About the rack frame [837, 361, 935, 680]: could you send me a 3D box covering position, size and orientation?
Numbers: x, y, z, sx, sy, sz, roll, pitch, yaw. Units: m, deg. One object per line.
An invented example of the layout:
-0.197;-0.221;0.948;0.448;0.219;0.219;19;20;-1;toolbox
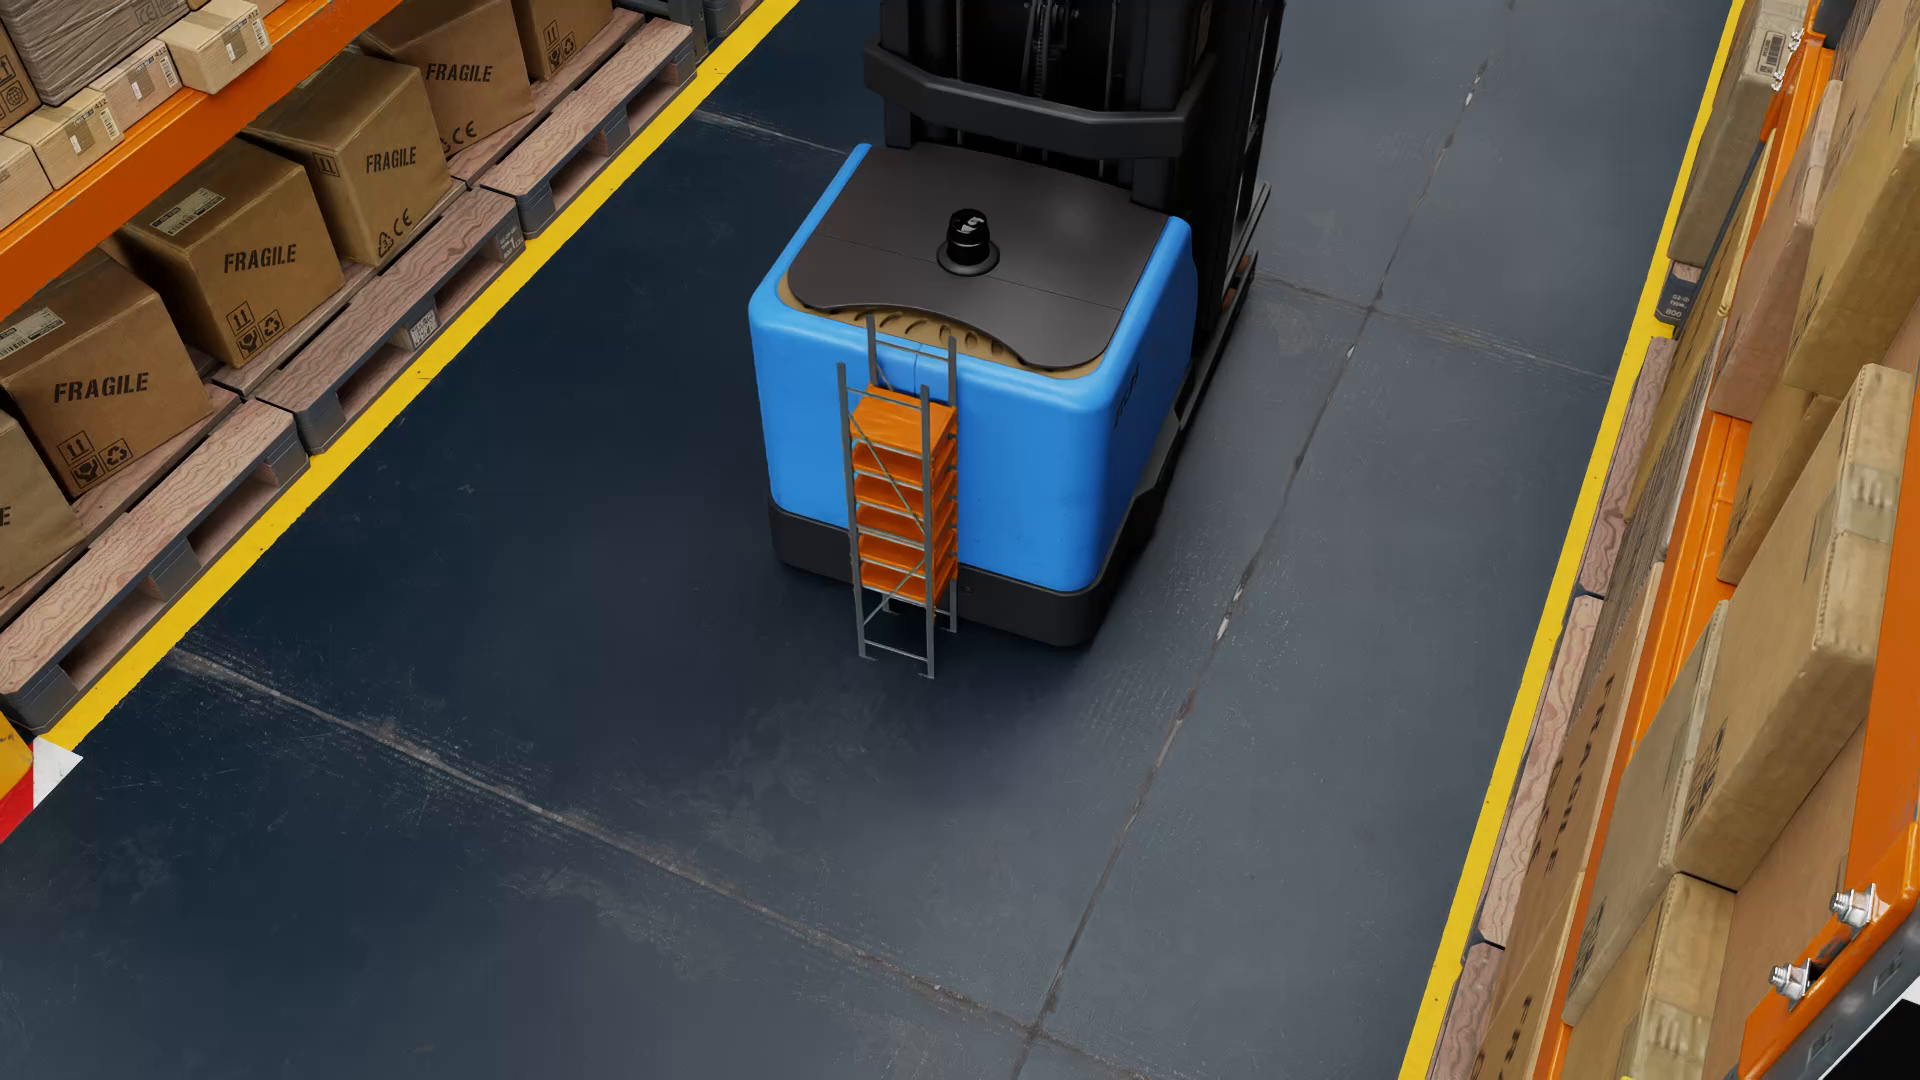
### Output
-0.187;-0.011;4.472;0.240;1.200;0.006;16;52;13;rack frame

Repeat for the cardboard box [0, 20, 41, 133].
-2.874;-1.260;4.092;0.875;0.500;0.500;20;52;16;cardboard box

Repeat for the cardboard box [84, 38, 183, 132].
-2.373;-1.279;4.533;0.380;0.149;0.250;20;52;16;cardboard box

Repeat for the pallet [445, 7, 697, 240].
-1.785;-1.755;6.605;1.003;0.211;1.213;20;52;16;pallet

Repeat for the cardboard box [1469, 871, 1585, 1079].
1.433;1.369;3.235;0.875;0.875;0.875;20;53;16;cardboard box

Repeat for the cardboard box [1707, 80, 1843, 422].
2.213;-0.521;3.625;0.875;0.550;0.550;20;52;16;cardboard box

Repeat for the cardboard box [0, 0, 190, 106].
-2.621;-1.591;4.373;0.875;0.500;0.500;20;52;16;cardboard box

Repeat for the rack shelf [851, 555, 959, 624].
-0.155;0.108;4.744;0.258;0.103;0.180;16;52;13;rack shelf

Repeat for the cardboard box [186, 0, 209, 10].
-2.397;-1.931;4.663;0.875;0.500;0.500;20;52;16;cardboard box

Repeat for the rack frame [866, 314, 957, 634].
-0.122;-0.141;4.582;0.240;1.200;0.006;16;52;13;rack frame

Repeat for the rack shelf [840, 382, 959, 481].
-0.154;-0.281;4.287;0.258;0.103;0.180;16;52;13;rack shelf

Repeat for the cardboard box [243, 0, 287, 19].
-2.186;-1.632;4.834;0.380;0.149;0.250;20;52;16;cardboard box

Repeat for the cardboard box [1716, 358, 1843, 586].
2.077;-0.123;3.287;0.875;0.550;0.500;20;52;16;cardboard box

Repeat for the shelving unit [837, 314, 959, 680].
-0.155;-0.076;4.527;0.258;1.200;0.189;16;52;13;shelving unit

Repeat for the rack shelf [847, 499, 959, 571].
-0.155;-0.047;4.561;0.258;0.103;0.180;16;52;13;rack shelf

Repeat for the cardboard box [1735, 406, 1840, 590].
1.888;0.255;2.965;0.875;0.550;0.550;20;52;16;cardboard box

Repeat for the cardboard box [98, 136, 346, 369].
-2.448;-0.977;5.477;0.500;0.500;0.500;24;54;19;cardboard box

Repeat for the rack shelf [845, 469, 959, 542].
-0.155;-0.125;4.469;0.258;0.103;0.180;16;52;13;rack shelf

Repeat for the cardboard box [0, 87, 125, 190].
-2.456;-1.098;4.379;0.380;0.149;0.250;20;52;16;cardboard box

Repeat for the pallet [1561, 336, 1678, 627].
2.516;-0.048;5.152;1.003;0.211;1.213;20;52;16;pallet

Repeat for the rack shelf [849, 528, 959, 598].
-0.155;0.030;4.652;0.258;0.103;0.180;16;52;13;rack shelf

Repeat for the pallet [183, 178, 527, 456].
-2.305;-0.912;5.888;1.003;0.211;1.213;20;52;16;pallet

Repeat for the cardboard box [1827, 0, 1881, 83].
2.765;-1.240;4.237;0.875;0.550;0.550;20;52;16;cardboard box

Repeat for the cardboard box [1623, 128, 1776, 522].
2.579;-0.487;4.814;0.875;0.875;0.875;21;53;17;cardboard box

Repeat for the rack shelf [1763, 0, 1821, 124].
3.766;-2.594;5.960;1.077;0.370;4.000;20;52;16;rack shelf

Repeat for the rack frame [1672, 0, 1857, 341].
2.911;-1.450;4.514;1.000;3.000;0.127;20;52;16;rack frame

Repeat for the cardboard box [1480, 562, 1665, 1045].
1.807;0.762;3.751;0.875;0.875;0.875;19;52;16;cardboard box

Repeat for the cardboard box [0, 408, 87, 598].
-2.957;-0.129;4.756;0.500;0.500;0.500;29;55;22;cardboard box

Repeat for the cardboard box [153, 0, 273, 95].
-2.173;-1.417;4.651;0.380;0.149;0.250;20;52;16;cardboard box

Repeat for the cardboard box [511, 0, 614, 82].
-1.737;-2.197;6.515;0.500;0.500;0.500;18;52;15;cardboard box

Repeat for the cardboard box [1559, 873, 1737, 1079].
1.320;0.986;2.343;0.875;0.550;0.550;20;52;16;cardboard box

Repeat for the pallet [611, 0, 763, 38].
-1.199;-2.766;7.465;1.003;0.211;1.213;20;52;16;pallet

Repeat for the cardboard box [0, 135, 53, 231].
-2.569;-0.928;4.235;0.380;0.149;0.250;20;52;16;cardboard box

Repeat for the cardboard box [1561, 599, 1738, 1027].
1.535;0.600;2.671;0.875;0.550;0.550;20;52;16;cardboard box

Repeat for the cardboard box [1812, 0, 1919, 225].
2.238;-0.862;3.206;0.875;0.550;0.550;20;52;16;cardboard box

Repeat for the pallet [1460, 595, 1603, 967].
1.996;0.795;4.435;1.003;0.211;1.213;20;52;16;pallet

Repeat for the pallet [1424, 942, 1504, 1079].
1.473;1.633;3.722;1.003;0.211;1.213;20;52;16;pallet

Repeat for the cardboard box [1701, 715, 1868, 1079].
1.396;0.663;1.908;0.875;0.550;0.550;20;52;16;cardboard box

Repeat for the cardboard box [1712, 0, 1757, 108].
3.511;-1.976;6.164;1.050;0.750;0.750;20;52;16;cardboard box

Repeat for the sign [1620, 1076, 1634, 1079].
0.718;0.667;1.797;0.100;0.325;0.005;20;52;16;sign

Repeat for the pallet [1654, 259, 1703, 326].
3.173;-1.102;6.049;1.003;0.211;1.213;20;52;16;pallet

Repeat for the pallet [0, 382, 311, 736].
-2.827;-0.075;5.175;1.003;0.211;1.213;20;52;16;pallet

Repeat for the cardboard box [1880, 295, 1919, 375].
1.910;-0.087;2.547;0.875;0.550;0.550;20;52;16;cardboard box

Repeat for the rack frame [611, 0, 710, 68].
-1.530;-3.133;5.946;1.000;3.000;0.127;20;52;16;rack frame

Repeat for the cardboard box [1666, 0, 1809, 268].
3.095;-1.313;5.599;1.050;0.750;0.750;20;52;16;cardboard box

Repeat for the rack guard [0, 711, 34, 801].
-3.206;0.379;4.599;1.175;0.500;0.348;20;52;16;rack guard

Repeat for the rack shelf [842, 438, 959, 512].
-0.155;-0.203;4.378;0.258;0.103;0.180;16;52;13;rack shelf

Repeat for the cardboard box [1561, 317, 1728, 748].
2.198;0.135;4.285;0.875;0.875;0.875;20;53;16;cardboard box

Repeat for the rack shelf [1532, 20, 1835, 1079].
2.057;0.161;3.616;1.077;0.370;4.000;20;52;16;rack shelf

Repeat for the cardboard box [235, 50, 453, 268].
-2.169;-1.347;5.792;0.500;0.500;0.500;16;51;13;cardboard box

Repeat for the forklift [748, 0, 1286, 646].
0.422;-1.786;4.845;1.130;2.935;3.031;16;52;13;forklift

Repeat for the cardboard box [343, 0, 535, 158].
-1.975;-1.800;6.177;0.500;0.500;0.500;36;58;27;cardboard box

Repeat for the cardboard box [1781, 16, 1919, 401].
2.019;-0.494;2.893;0.875;0.550;0.500;20;52;16;cardboard box

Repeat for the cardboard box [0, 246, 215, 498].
-2.732;-0.552;5.116;0.500;0.500;0.500;33;57;25;cardboard box

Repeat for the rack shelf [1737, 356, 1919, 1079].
2.057;-0.811;2.474;1.077;0.370;4.000;20;52;16;rack shelf

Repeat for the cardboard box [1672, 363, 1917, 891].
1.548;0.255;2.256;0.875;0.550;0.550;20;52;16;cardboard box
